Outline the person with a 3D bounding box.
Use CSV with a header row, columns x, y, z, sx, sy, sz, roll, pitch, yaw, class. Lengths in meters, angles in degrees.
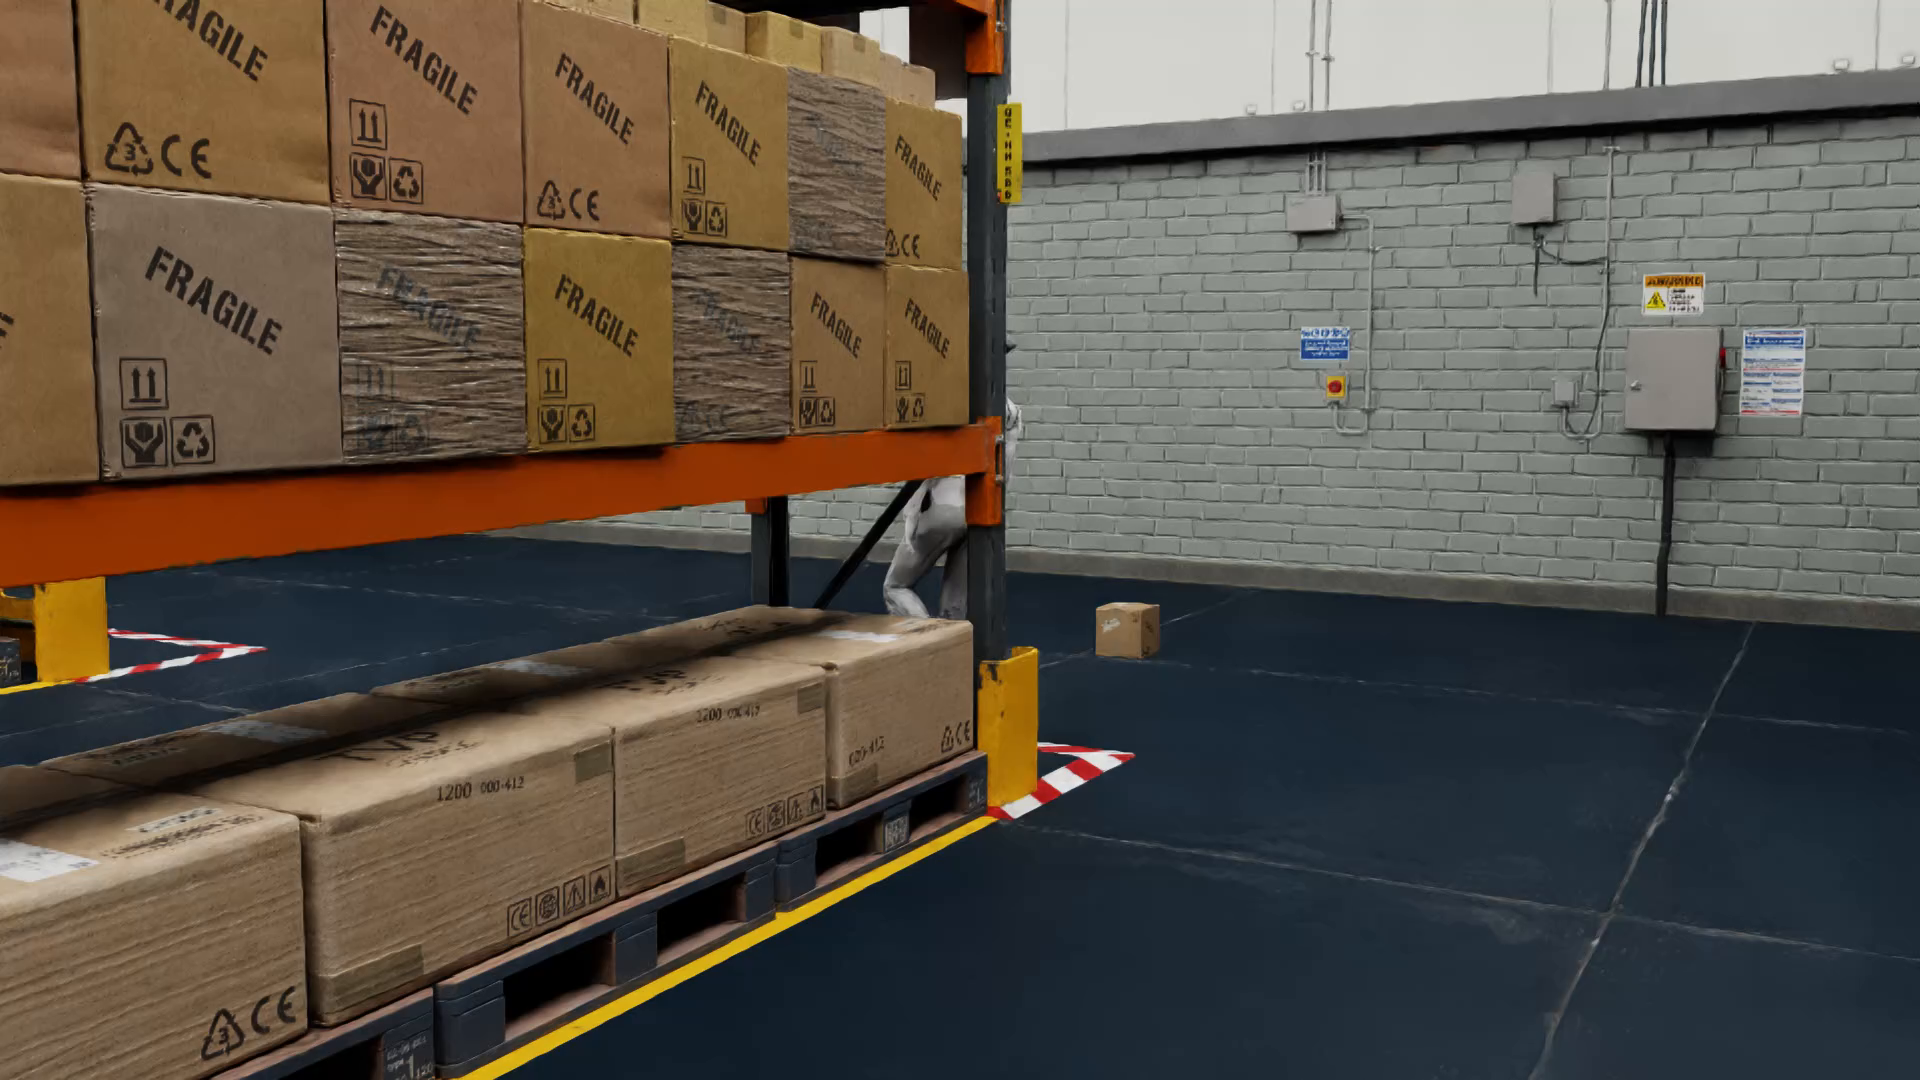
x,y,z,sx,sy,sz,roll,pitch,yaw,class
-0.022,-0.069,6.984,0.625,1.625,0.473,-3,7,-28,person
